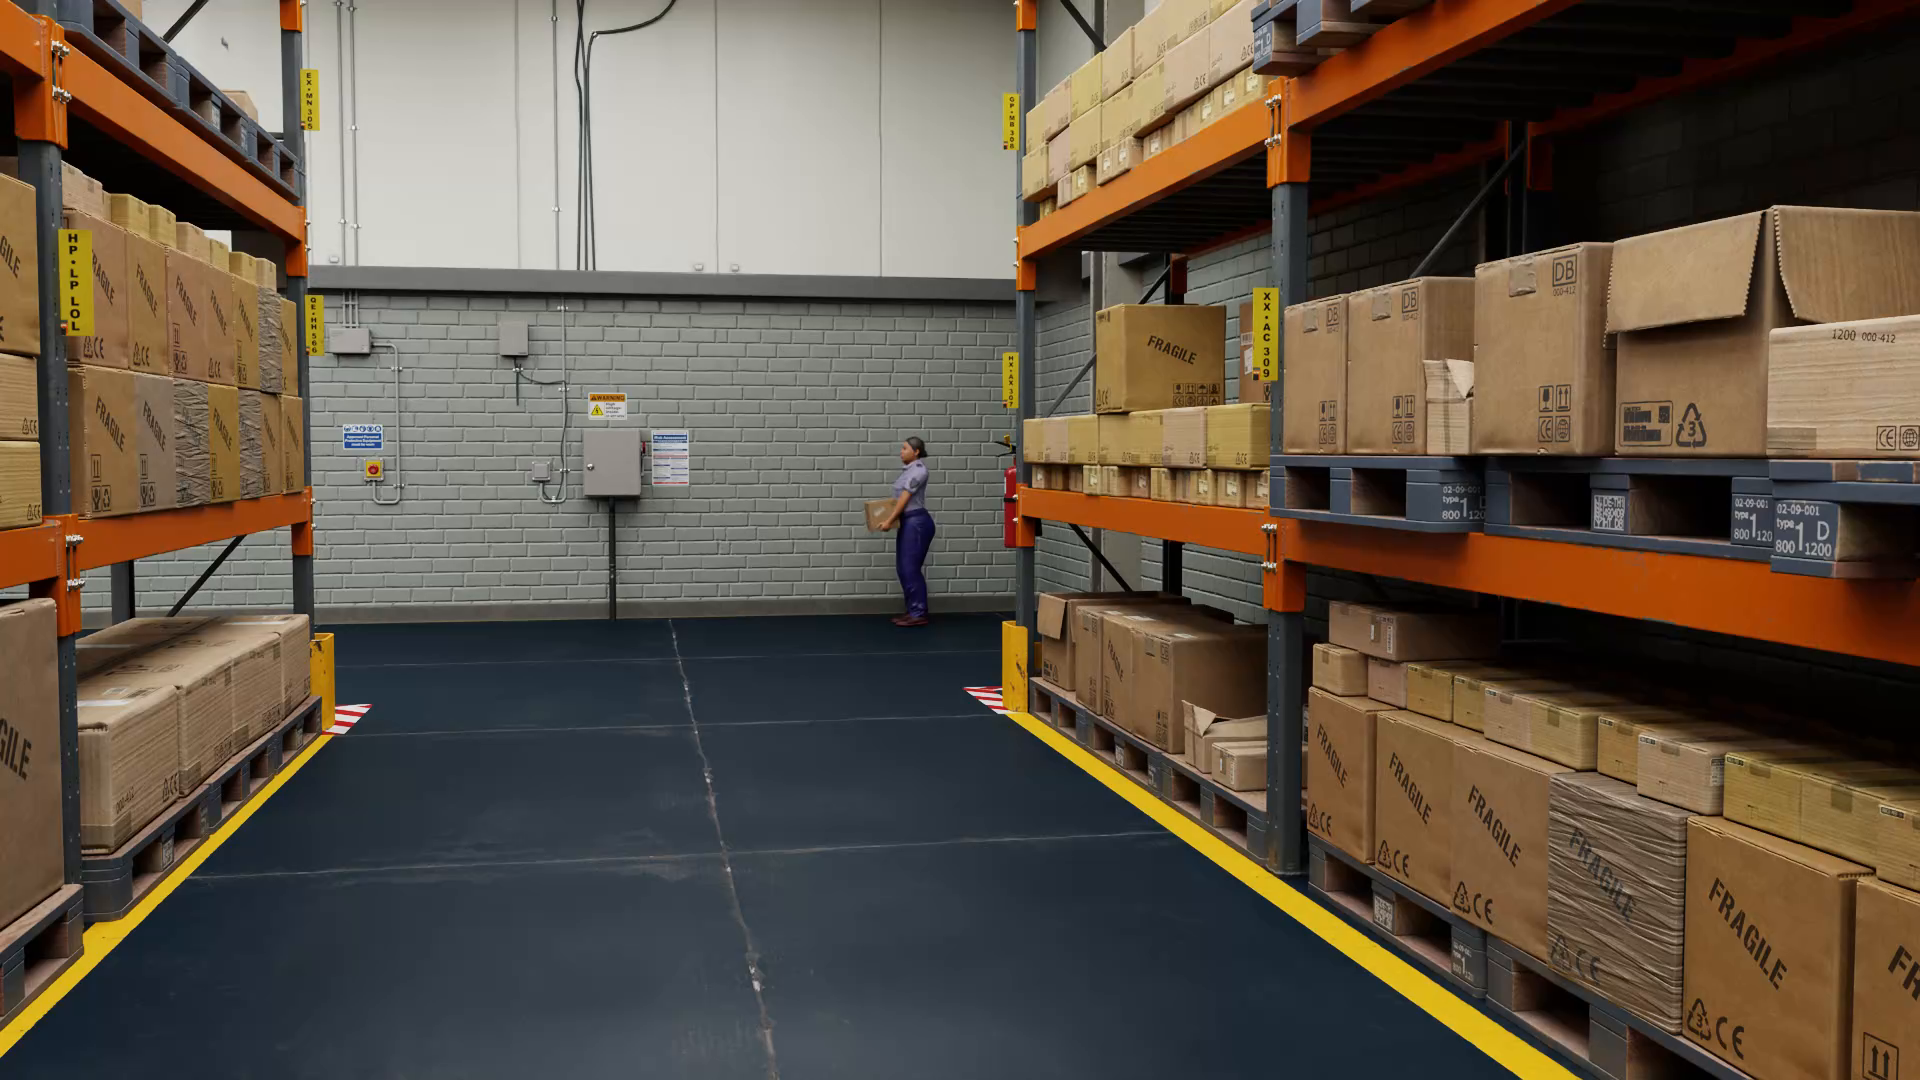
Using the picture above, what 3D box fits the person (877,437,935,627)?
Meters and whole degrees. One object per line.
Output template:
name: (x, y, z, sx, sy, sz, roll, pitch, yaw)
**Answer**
person: (-0.488, -0.071, 14.480, 0.525, 1.634, 0.435, -1, 3, -12)
